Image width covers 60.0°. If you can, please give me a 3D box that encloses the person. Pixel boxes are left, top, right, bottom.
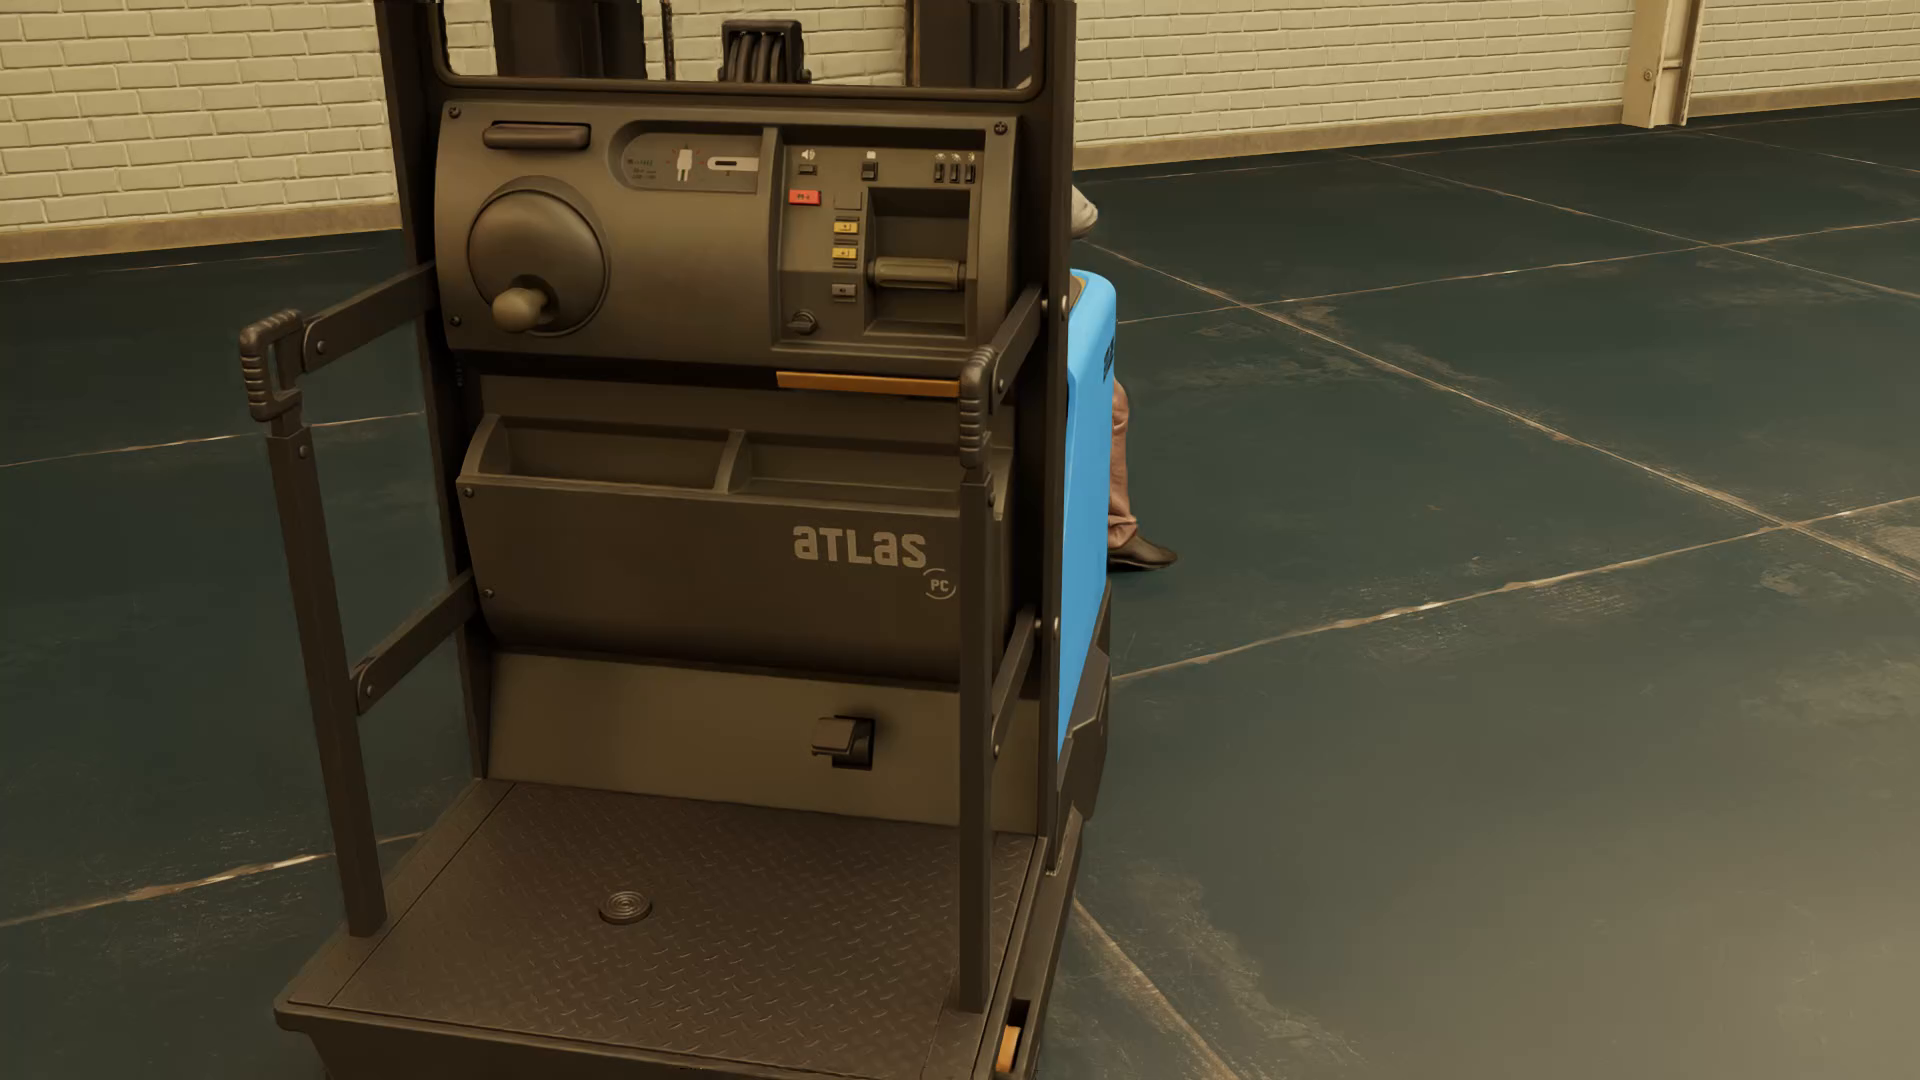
[{"bbox_3d":[-0.050,-0.648,4.895,1.376,1.401,0.733,17,28,34],"label":"person"}]

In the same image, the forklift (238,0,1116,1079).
[{"bbox_3d":[-0.415,-0.463,2.400,1.130,2.935,3.031,4,23,10],"label":"forklift"}]
